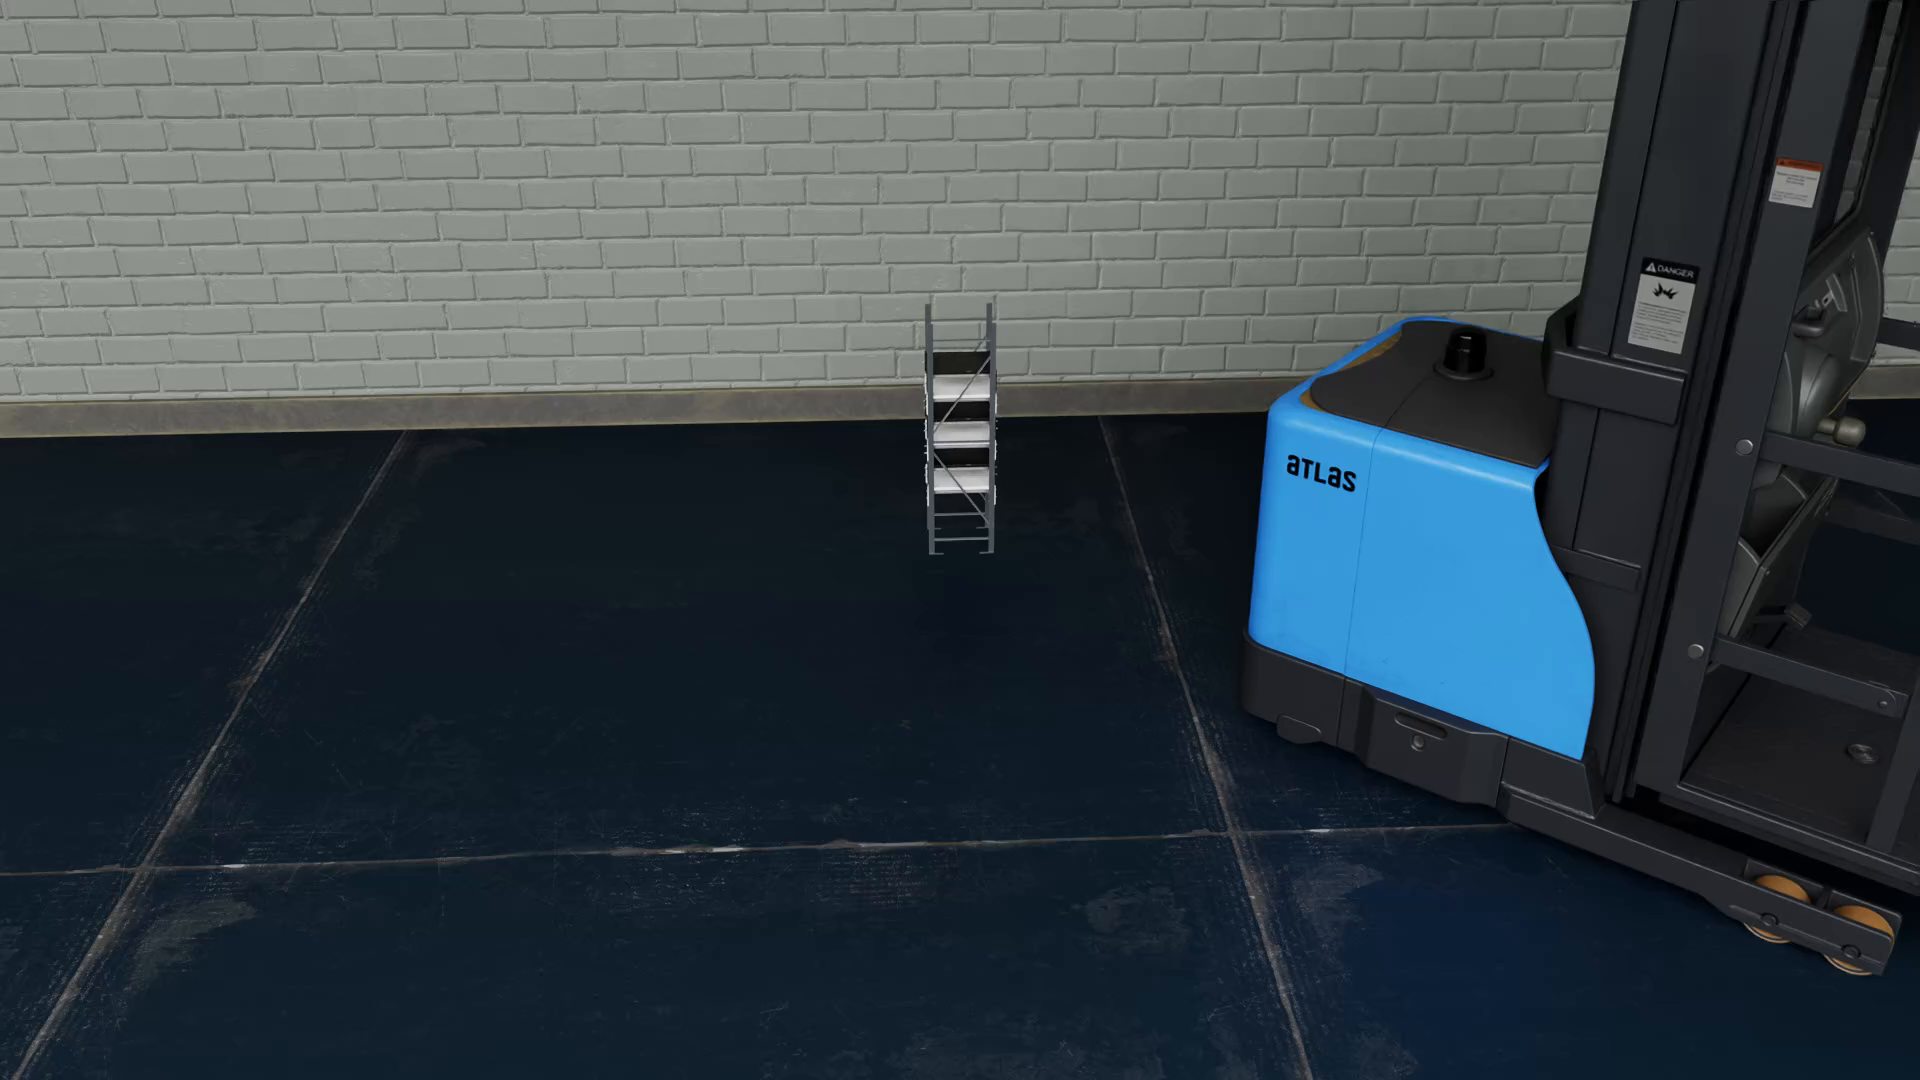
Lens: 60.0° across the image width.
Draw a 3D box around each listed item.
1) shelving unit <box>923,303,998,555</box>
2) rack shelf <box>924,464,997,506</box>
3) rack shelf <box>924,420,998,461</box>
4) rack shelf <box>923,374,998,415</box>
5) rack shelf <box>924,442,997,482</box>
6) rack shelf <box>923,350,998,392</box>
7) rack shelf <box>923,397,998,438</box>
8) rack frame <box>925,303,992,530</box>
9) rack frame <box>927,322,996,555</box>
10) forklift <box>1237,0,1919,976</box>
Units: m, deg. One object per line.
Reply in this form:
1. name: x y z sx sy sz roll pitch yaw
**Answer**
1. shelving unit: 0.000 -0.395 6.035 0.258 0.900 0.210 -1 28 -3
2. rack shelf: 0.000 -0.206 6.133 0.258 0.077 0.200 -1 28 -3
3. rack shelf: 0.000 -0.366 6.050 0.258 0.077 0.200 -1 28 -3
4. rack shelf: 0.000 -0.525 5.967 0.258 0.077 0.200 -1 28 -3
5. rack shelf: 0.000 -0.286 6.092 0.258 0.077 0.200 -1 28 -3
6. rack shelf: 0.000 -0.605 5.925 0.258 0.077 0.200 -1 28 -3
7. rack shelf: 0.000 -0.445 6.009 0.258 0.077 0.200 -1 28 -3
8. rack frame: -0.005 -0.442 6.125 0.240 0.900 0.006 -1 28 -3
9. rack frame: 0.006 -0.348 5.945 0.240 0.900 0.006 -1 28 -3
10. forklift: 2.330 -0.491 4.021 3.031 2.935 1.130 20 33 33
